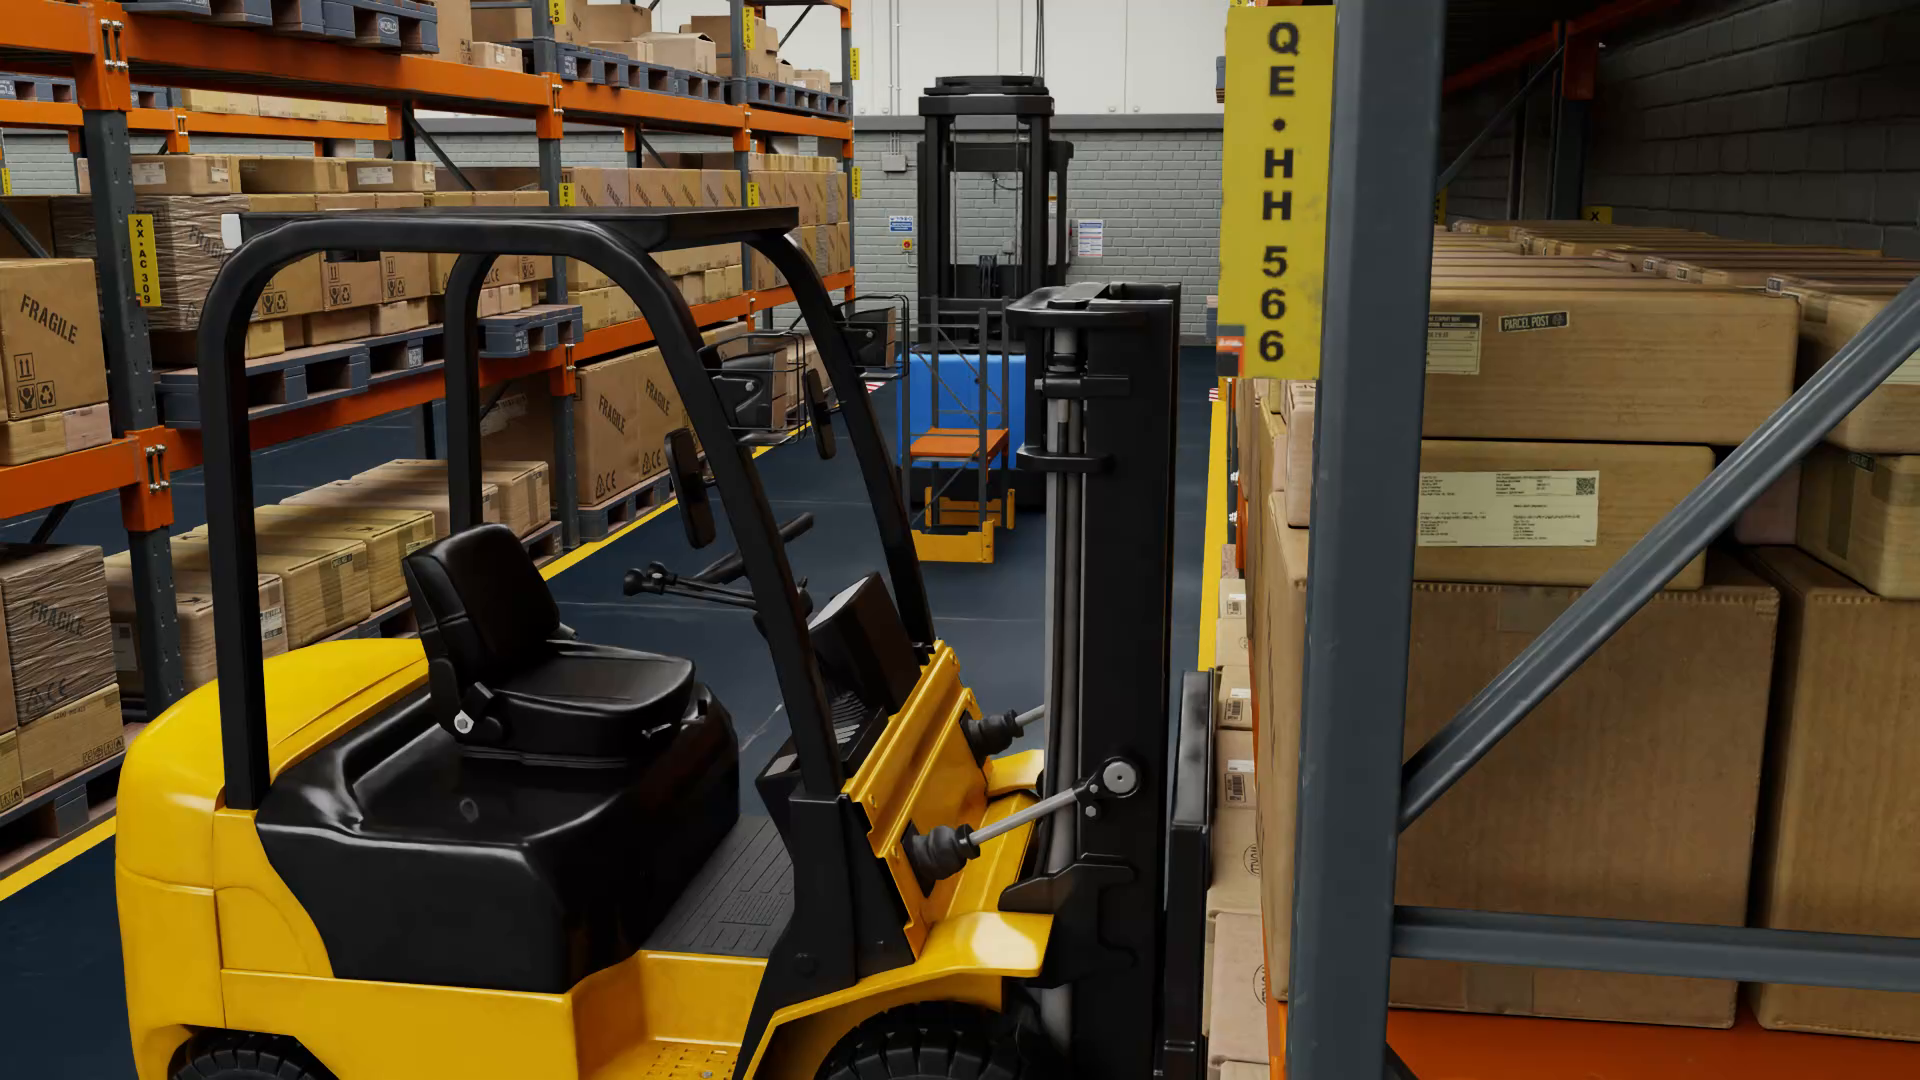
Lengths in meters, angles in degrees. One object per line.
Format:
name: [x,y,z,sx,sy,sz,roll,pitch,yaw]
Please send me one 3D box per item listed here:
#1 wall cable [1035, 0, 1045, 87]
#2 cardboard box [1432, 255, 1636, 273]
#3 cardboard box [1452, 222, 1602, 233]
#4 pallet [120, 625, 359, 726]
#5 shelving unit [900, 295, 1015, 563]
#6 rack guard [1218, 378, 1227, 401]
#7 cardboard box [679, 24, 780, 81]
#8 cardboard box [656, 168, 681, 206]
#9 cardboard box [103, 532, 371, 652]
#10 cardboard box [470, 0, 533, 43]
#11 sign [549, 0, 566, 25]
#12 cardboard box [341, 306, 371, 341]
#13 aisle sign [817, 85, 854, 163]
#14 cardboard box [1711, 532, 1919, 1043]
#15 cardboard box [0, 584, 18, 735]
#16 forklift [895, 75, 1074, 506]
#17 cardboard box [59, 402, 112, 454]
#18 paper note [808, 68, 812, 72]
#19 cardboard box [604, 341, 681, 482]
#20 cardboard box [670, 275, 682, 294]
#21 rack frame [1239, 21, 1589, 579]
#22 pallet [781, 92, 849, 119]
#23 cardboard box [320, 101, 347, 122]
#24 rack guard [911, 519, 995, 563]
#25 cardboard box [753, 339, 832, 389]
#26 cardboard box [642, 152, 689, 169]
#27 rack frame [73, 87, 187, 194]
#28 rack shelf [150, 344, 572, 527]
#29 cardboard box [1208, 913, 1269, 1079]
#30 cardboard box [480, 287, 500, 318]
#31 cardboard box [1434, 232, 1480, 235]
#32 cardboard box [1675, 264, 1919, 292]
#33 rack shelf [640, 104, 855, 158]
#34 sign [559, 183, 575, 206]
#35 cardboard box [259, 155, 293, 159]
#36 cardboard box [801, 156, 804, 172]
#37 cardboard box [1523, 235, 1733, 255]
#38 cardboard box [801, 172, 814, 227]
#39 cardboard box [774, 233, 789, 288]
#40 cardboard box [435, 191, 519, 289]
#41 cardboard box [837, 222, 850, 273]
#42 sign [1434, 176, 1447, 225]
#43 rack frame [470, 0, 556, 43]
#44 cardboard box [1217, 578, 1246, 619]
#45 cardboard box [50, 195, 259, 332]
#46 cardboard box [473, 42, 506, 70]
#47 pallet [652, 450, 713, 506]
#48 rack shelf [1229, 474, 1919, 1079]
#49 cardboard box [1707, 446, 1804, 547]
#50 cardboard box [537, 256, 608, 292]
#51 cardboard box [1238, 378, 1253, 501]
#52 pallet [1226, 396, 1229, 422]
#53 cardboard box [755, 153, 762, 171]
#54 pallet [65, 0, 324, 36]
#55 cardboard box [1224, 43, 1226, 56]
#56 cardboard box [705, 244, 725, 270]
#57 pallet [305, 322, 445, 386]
wall cable: [2.459,-7.116,22.064,2.988,3.039,0.133,2,12,9]
cardboard box: [0.797,-0.354,2.533,0.380,0.149,0.250,2,12,9]
cardboard box: [1.603,-0.821,4.700,0.380,0.149,0.250,2,12,7]
pallet: [-3.354,0.604,7.189,1.003,0.211,1.213,2,12,9]
shelving unit: [-0.012,-0.717,10.262,0.587,1.500,1.083,2,12,9]
rack guard: [3.267,-1.697,17.181,1.175,0.500,0.348,2,12,9]
cardboard box: [-2.066,-4.315,14.796,0.797,0.503,0.637,3,12,13]
cardboard box: [-2.297,-2.378,11.795,0.500,0.500,0.500,2,12,10]
cardboard box: [-3.287,0.223,7.577,0.950,0.372,0.625,3,12,12]
cardboard box: [-2.948,-3.235,10.022,0.797,0.503,0.637,1,12,5]
sign: [-2.321,-3.131,9.552,0.100,0.325,0.005,2,12,9]
cardboard box: [-2.939,-1.001,7.617,0.380,0.149,0.250,2,12,9]
aisle sign: [-1.309,-4.371,17.483,0.394,0.787,0.004,2,12,9]
cardboard box: [1.169,0.253,1.963,0.500,0.500,0.500,2,12,10]
cardboard box: [-3.374,0.413,5.206,0.500,0.500,0.500,2,12,10]
forklift: [0.265,-1.927,12.478,1.130,2.935,3.031,2,12,8]
cardboard box: [-3.220,-0.397,5.813,0.380,0.149,0.250,2,12,8]
paper note: [-1.374,-4.312,15.257,0.006,0.032,0.123,2,12,9]
cardboard box: [-2.527,-0.923,11.702,0.875,0.875,0.875,2,12,9]
cardboard box: [-2.313,-1.769,11.939,0.500,0.250,0.500,2,12,9]
rack frame: [1.433,-0.437,5.400,1.000,3.000,0.127,2,12,9]
pallet: [-1.730,-4.363,16.709,1.003,0.211,1.213,2,12,9]
cardboard box: [-6.502,-4.315,16.630,0.500,0.250,0.500,2,12,11]
rack guard: [-0.088,-0.003,9.912,0.587,0.250,0.087,2,12,9]
cardboard box: [-1.762,-1.716,16.422,0.875,0.438,0.875,2,12,10]
cardboard box: [-2.509,-3.191,14.031,0.380,0.149,0.250,2,12,7]
rack frame: [-7.148,-2.402,14.517,1.000,3.000,0.127,2,12,9]
rack shelf: [-3.164,-0.661,8.150,1.077,0.370,4.000,2,12,9]
cardboard box: [0.653,0.834,2.662,0.500,0.250,0.500,2,12,10]
cardboard box: [-2.686,-1.272,8.875,0.380,0.149,0.250,1,12,6]
cardboard box: [0.971,-0.621,3.770,0.380,0.149,0.250,2,12,8]
cardboard box: [1.181,-0.287,2.223,0.380,0.149,0.250,2,12,10]
rack shelf: [-1.934,-3.793,15.562,1.077,0.370,4.000,2,12,9]
sign: [-2.319,-1.941,9.820,0.100,0.325,0.005,2,12,9]
cardboard box: [-6.665,-3.383,15.754,0.500,0.500,0.500,2,12,10]
cardboard box: [-1.685,-3.547,15.681,0.380,0.149,0.250,2,12,10]
cardboard box: [1.384,-0.555,3.464,0.380,0.149,0.250,2,12,10]
cardboard box: [-1.675,-3.207,15.645,0.500,0.500,0.500,2,12,8]
cardboard box: [-1.829,-2.505,14.759,0.500,0.500,0.500,2,12,9]
cardboard box: [-2.721,-1.617,8.938,0.500,0.500,0.500,2,12,8]
cardboard box: [-1.439,-3.035,17.218,0.500,0.500,0.500,2,12,9]
sign: [2.597,-1.818,9.062,0.100,0.325,0.005,2,12,9]
rack frame: [-2.857,-4.362,9.374,1.000,3.000,0.127,2,12,9]
cardboard box: [1.049,0.304,5.120,0.500,0.250,0.500,2,12,8]
cardboard box: [-3.117,-1.085,6.466,0.500,0.500,0.500,2,12,10]
cardboard box: [-2.728,-2.649,9.140,0.380,0.149,0.250,2,12,9]
pallet: [-2.471,-0.481,12.225,1.003,0.211,1.213,2,12,9]
rack shelf: [1.126,0.331,3.544,1.077,0.370,4.000,2,12,9]
cardboard box: [1.102,-0.086,1.994,0.380,0.149,0.250,2,12,9]
cardboard box: [-2.535,-1.698,10.422,0.500,0.250,0.500,2,12,8]
cardboard box: [1.107,-0.402,5.000,0.500,0.500,0.500,2,12,7]
pallet: [2.955,-1.136,15.266,1.003,0.211,1.213,2,12,9]
cardboard box: [-1.913,-3.228,14.202,0.380,0.149,0.250,2,12,9]
pallet: [-3.272,-2.096,6.427,1.213,0.211,1.003,2,12,9]
cardboard box: [2.150,-3.598,12.310,0.380,0.149,0.250,2,12,9]
cardboard box: [-2.139,-2.229,12.887,0.500,0.250,0.500,2,12,10]
pallet: [-3.121,-0.922,8.108,1.003,0.211,1.213,2,12,9]
